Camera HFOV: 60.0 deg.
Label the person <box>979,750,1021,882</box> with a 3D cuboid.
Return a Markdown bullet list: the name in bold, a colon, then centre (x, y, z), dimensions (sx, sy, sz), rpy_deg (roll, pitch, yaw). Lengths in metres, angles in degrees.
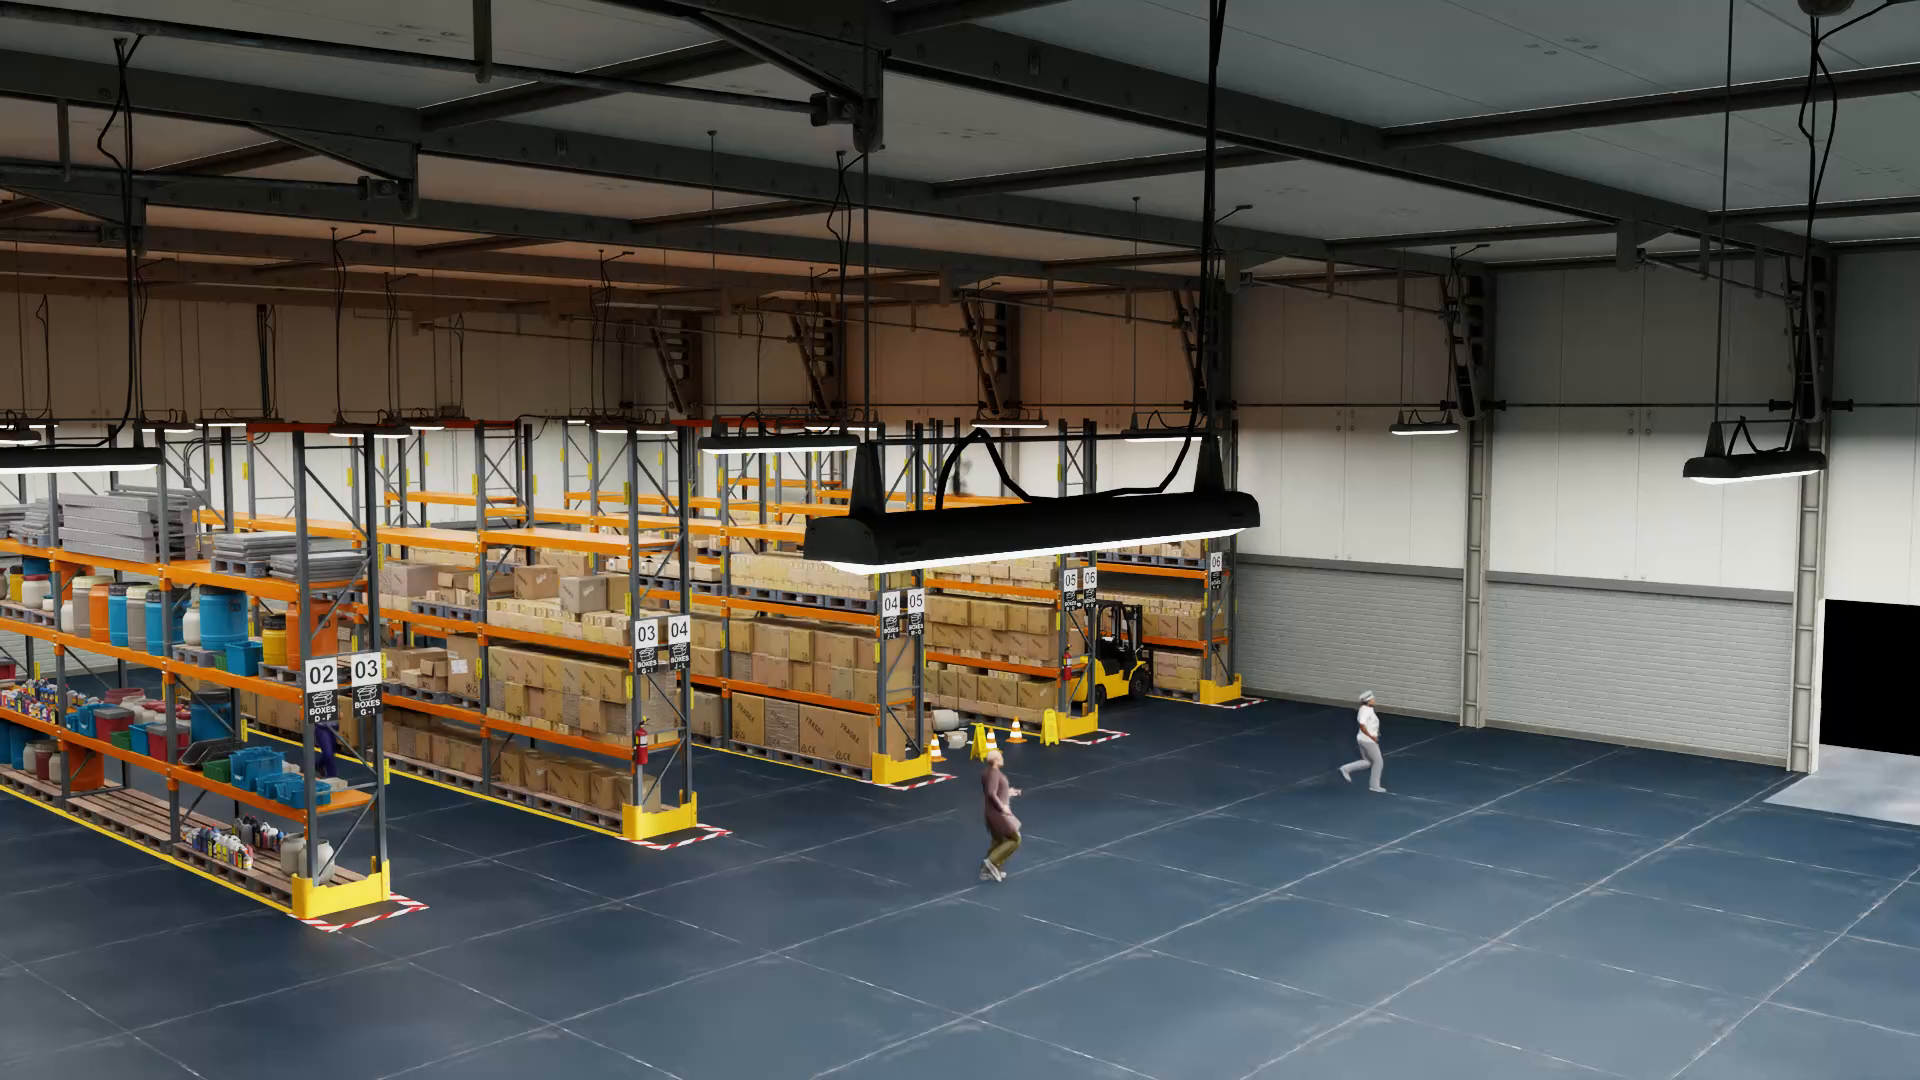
- **person**: centre (0.567, 3.648, 22.086), dimensions (0.642, 1.745, 0.695), rpy_deg (-2, 5, -20)

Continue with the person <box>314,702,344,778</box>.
- **person**: centre (-10.545, 3.233, 27.713), dimensions (0.921, 1.630, 0.602), rpy_deg (3, 6, 33)

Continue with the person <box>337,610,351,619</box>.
- **person**: centre (-14.384, 2.371, 38.659), dimensions (0.791, 1.710, 0.845), rpy_deg (1, 5, 13)

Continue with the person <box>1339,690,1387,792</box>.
- **person**: centre (6.622, 3.294, 27.169), dimensions (0.738, 1.681, 0.577), rpy_deg (0, 5, 0)

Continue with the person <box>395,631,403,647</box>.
- **person**: centre (-13.465, 2.229, 40.227), dimensions (0.947, 1.612, 0.591), rpy_deg (-4, 6, -42)
